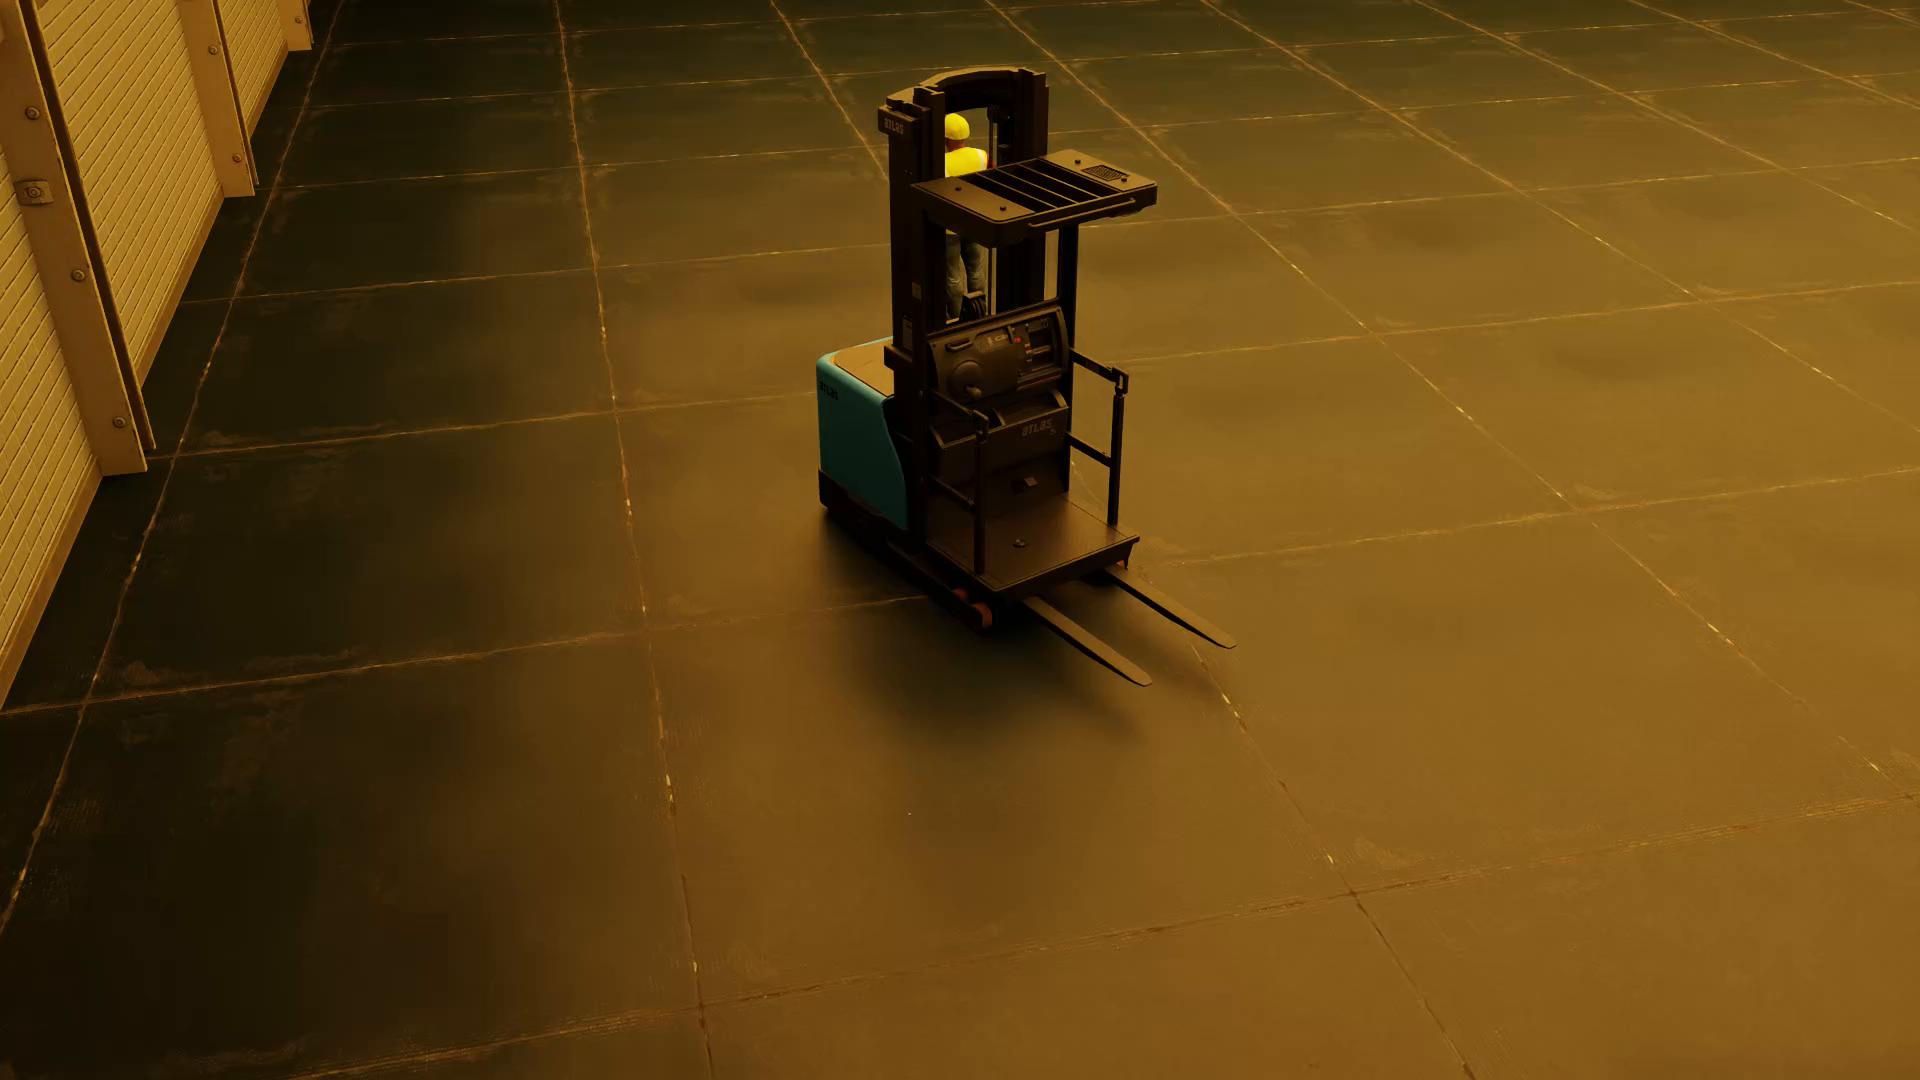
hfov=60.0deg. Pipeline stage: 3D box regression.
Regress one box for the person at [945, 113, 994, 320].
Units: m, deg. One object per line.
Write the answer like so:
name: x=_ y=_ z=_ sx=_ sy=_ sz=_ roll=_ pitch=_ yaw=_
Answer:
person: x=-0.043 y=-2.501 z=13.042 sx=0.665 sy=1.765 sz=0.577 roll=-12 pitch=32 yaw=-19

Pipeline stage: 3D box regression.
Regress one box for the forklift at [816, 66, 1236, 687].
forklift: x=0.355 y=-1.021 z=9.338 sx=1.130 sy=2.935 sz=3.031 roll=-20 pitch=35 yaw=-30
